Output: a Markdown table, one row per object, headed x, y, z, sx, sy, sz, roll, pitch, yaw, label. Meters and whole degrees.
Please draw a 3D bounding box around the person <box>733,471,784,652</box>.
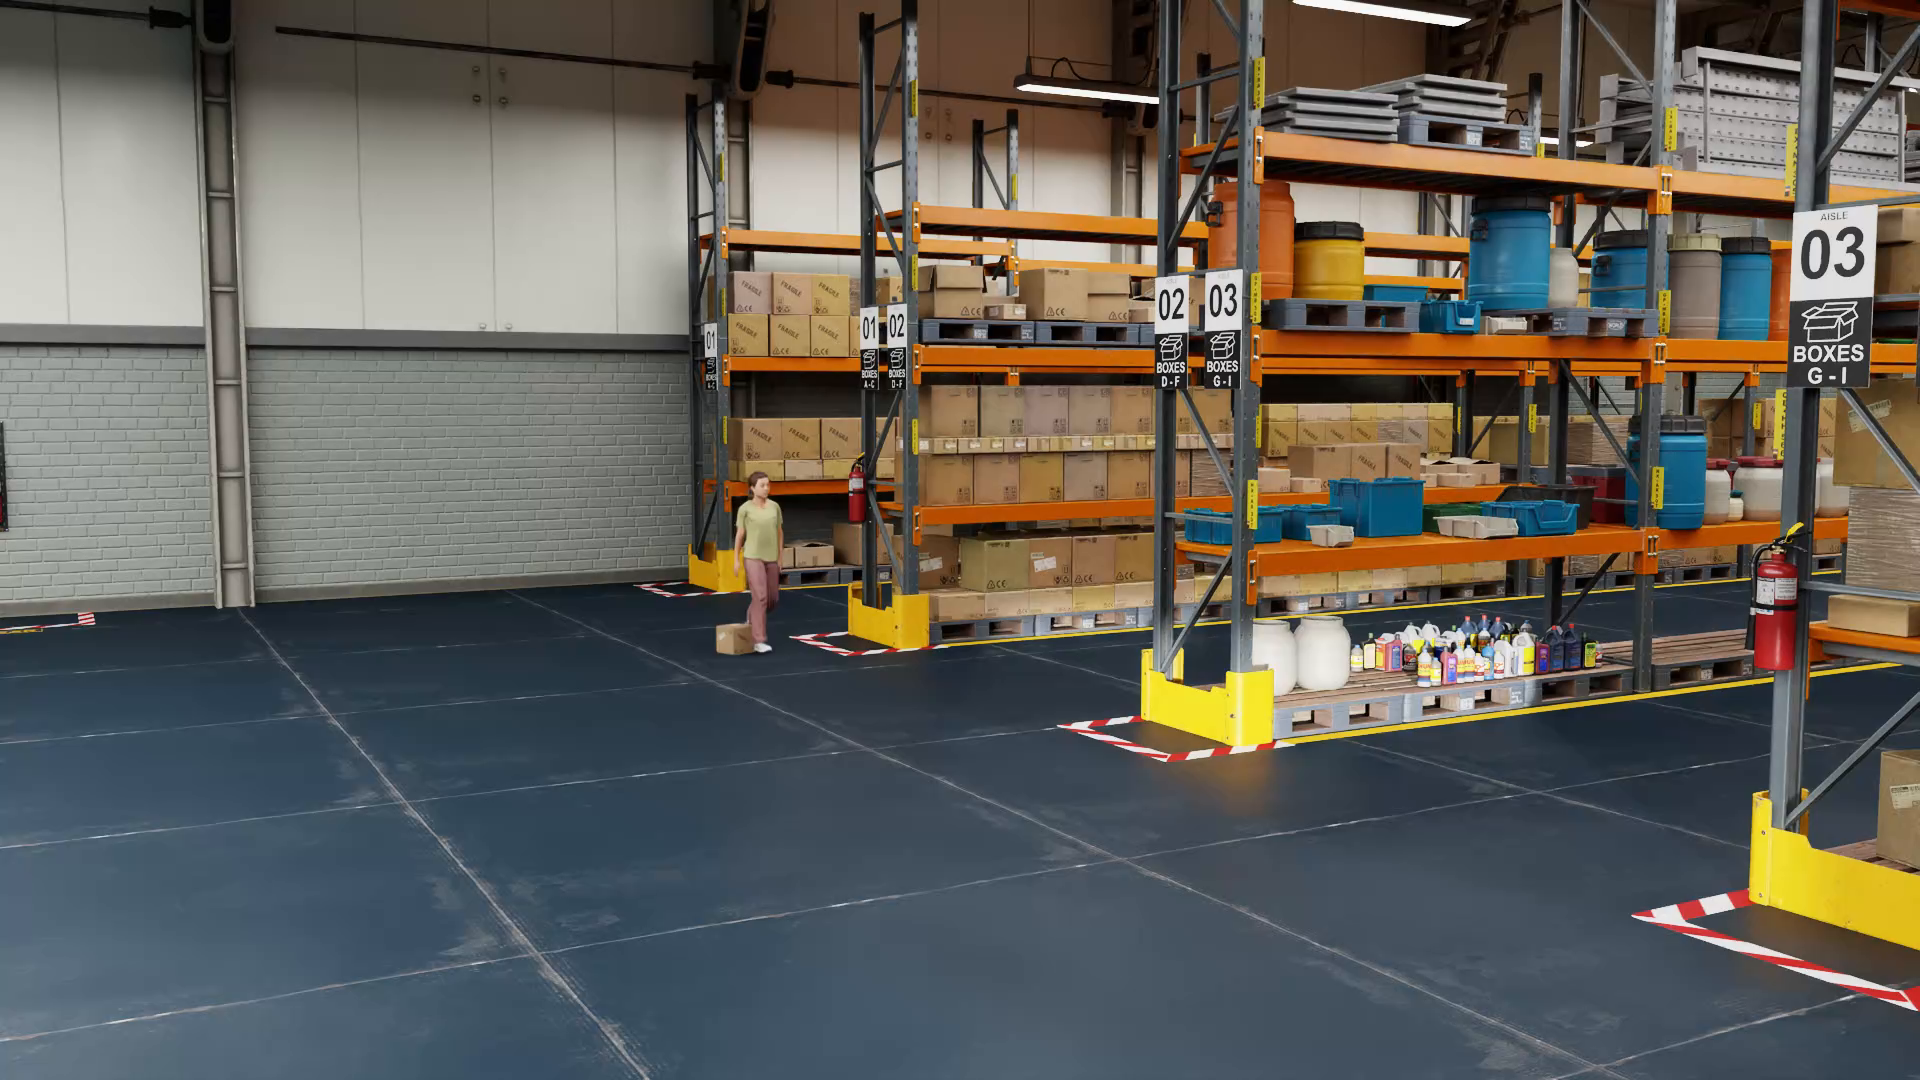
| x | y | z | sx | sy | sz | roll | pitch | yaw | label |
| --- | --- | --- | --- | --- | --- | --- | --- | --- | --- |
| -1.865 | 0.184 | 15.391 | 0.477 | 1.642 | 0.797 | -3 | 6 | -30 | person |
